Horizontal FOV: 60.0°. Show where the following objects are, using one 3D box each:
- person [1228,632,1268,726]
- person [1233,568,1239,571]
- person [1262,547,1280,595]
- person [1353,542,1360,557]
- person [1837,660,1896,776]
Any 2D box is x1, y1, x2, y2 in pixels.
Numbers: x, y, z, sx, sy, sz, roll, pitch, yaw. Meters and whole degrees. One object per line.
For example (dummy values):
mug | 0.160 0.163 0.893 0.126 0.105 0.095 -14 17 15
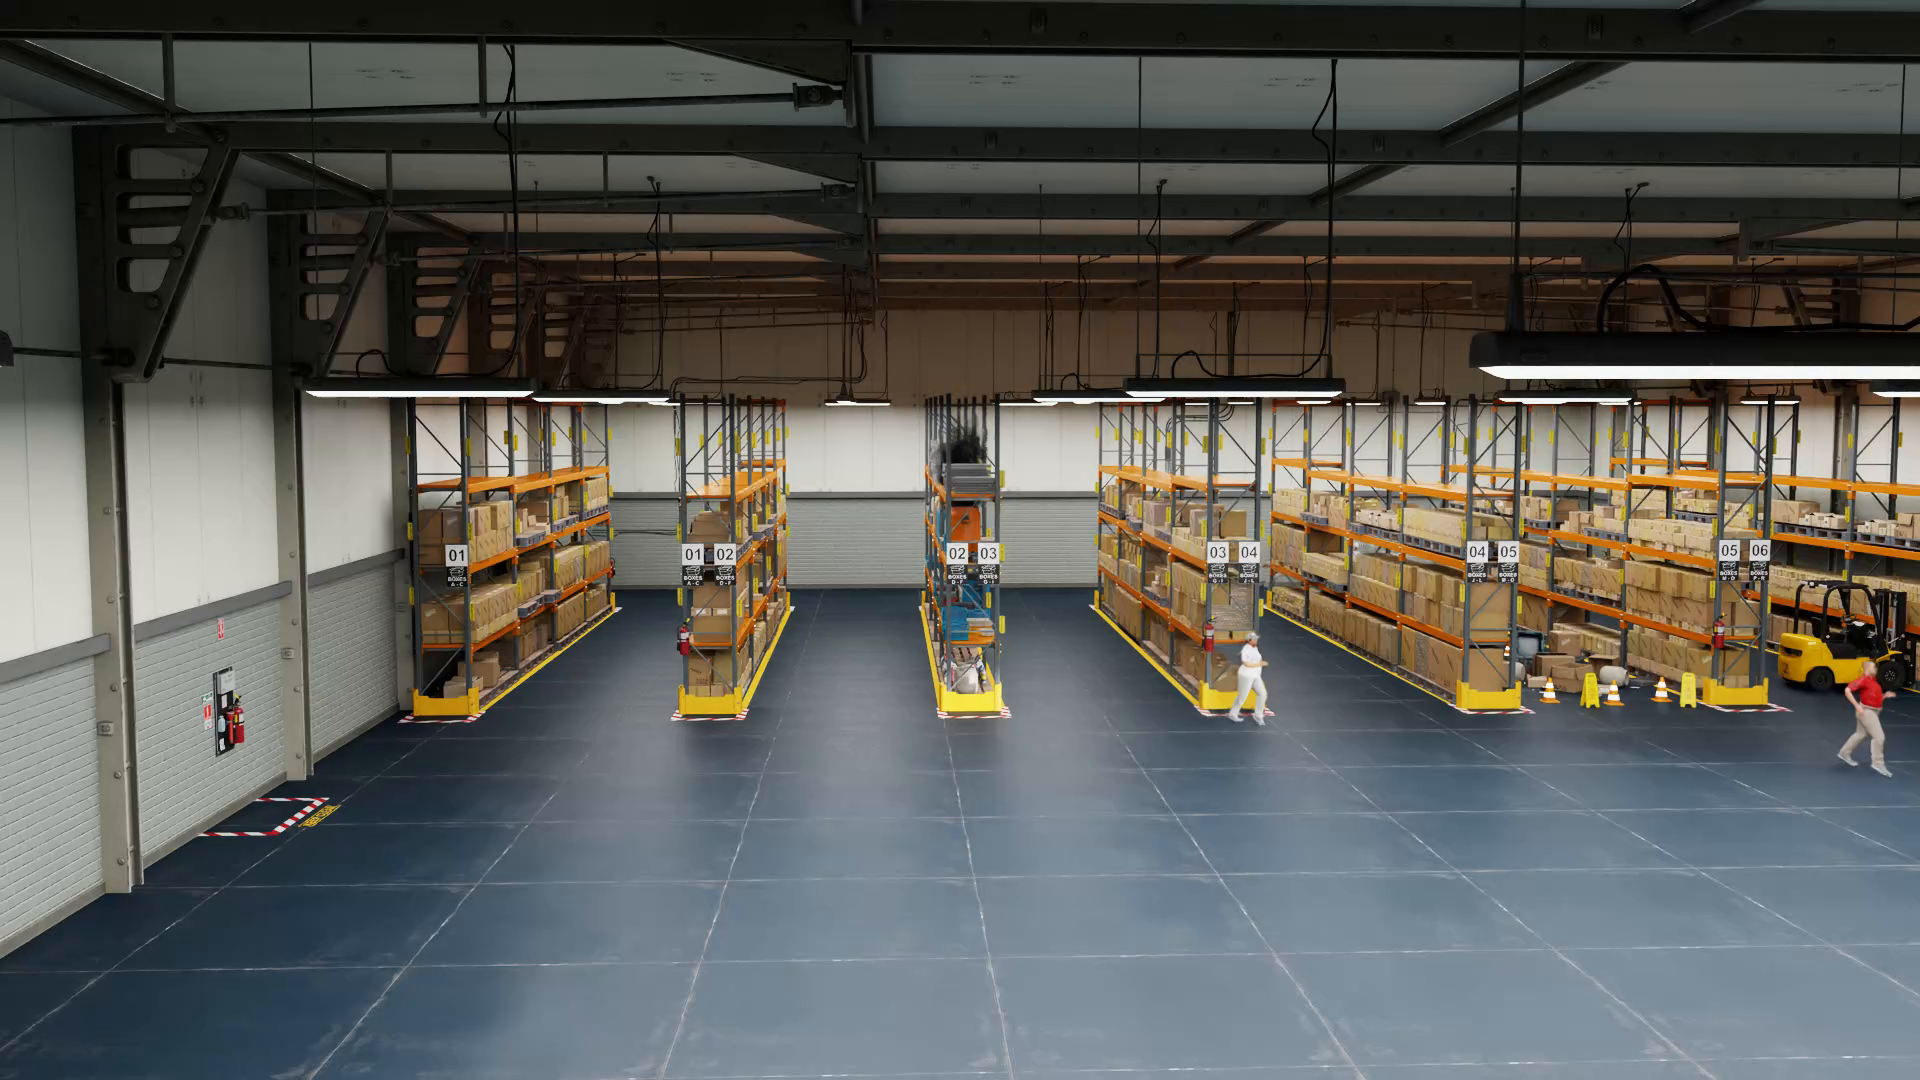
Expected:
person | 5.236 2.525 30.081 0.736 1.730 0.584 3 6 37
person | 7.636 1.202 46.843 0.667 1.650 0.520 0 5 -3
person | 9.183 1.004 49.052 0.575 1.680 0.718 1 5 7
person | 11.726 0.953 49.254 0.888 1.812 0.662 0 5 4
person | 14.295 2.787 26.222 0.837 1.788 0.640 4 6 39
